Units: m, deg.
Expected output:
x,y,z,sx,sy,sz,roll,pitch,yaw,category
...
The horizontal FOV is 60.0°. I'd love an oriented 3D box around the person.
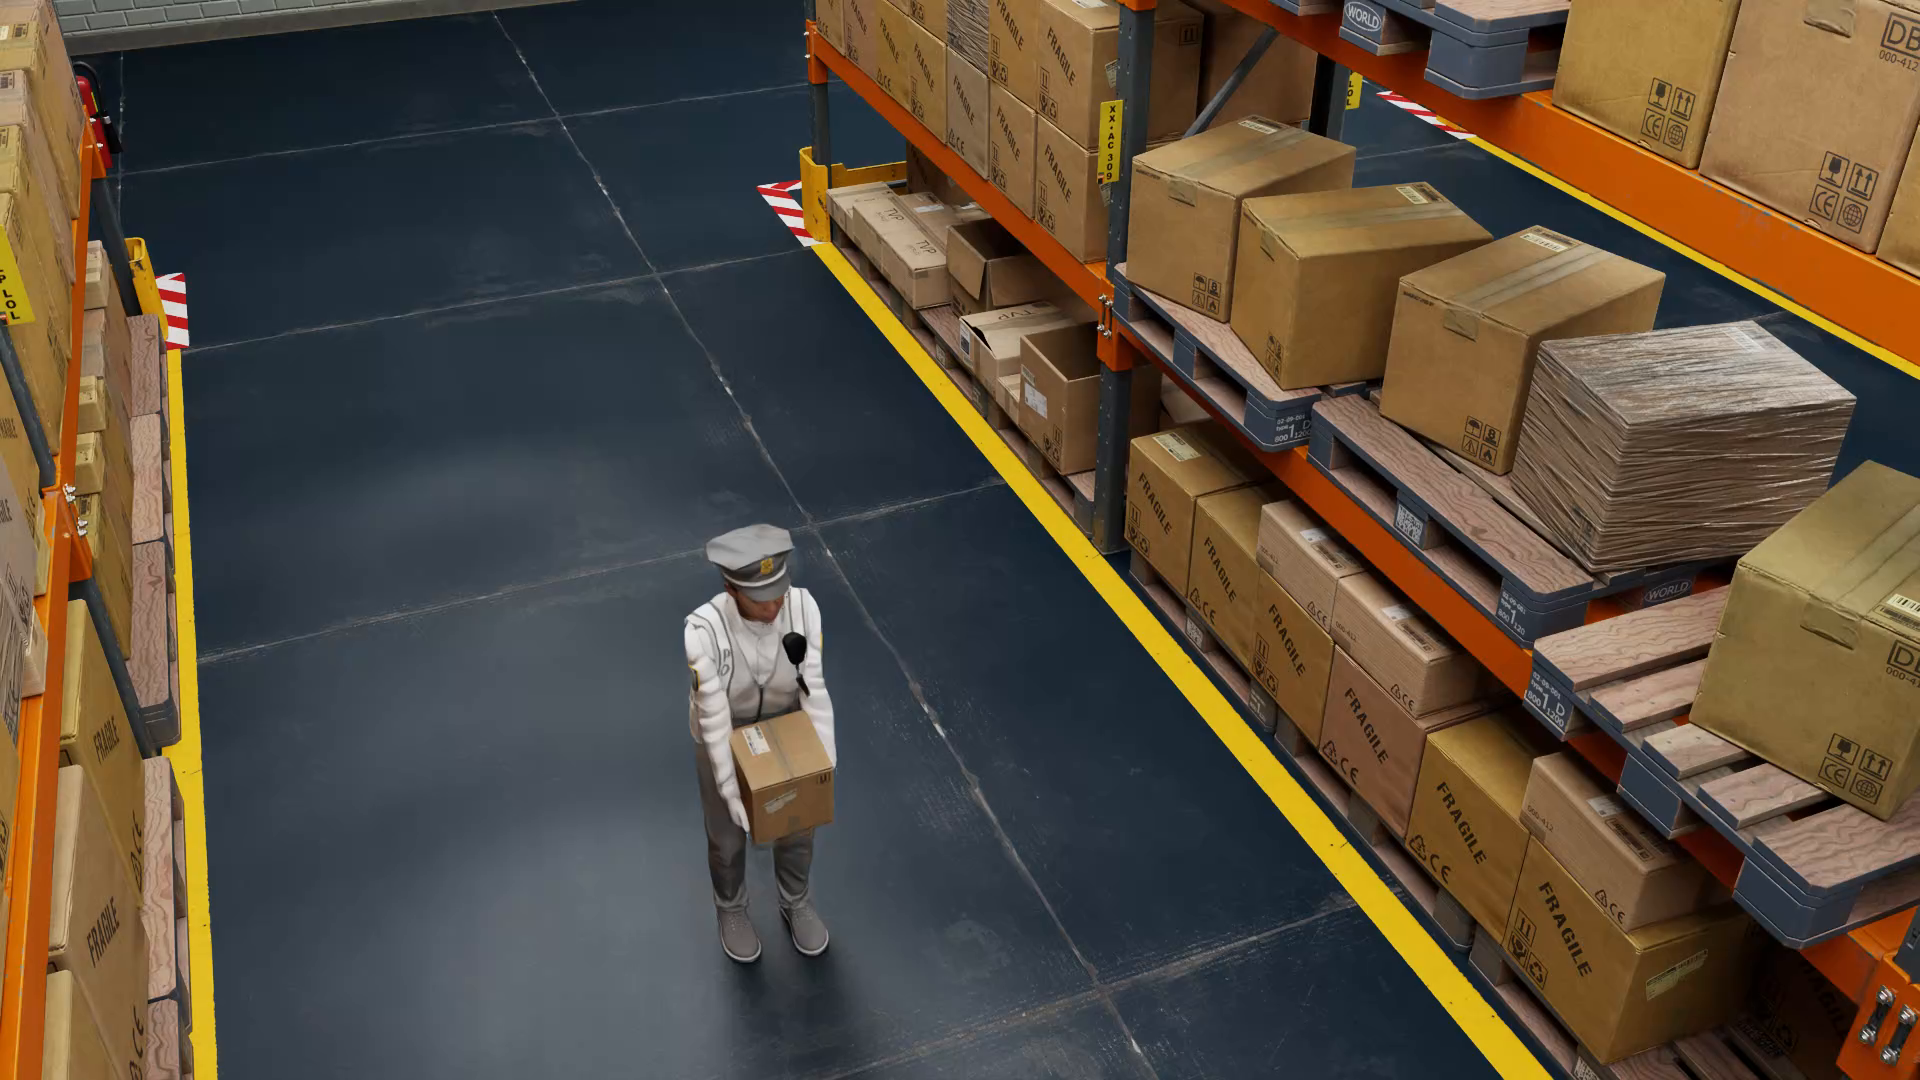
x,y,z,sx,sy,sz,roll,pitch,yaw,category
-0.628,0.627,5.178,0.459,1.686,0.555,-12,36,-18,person
